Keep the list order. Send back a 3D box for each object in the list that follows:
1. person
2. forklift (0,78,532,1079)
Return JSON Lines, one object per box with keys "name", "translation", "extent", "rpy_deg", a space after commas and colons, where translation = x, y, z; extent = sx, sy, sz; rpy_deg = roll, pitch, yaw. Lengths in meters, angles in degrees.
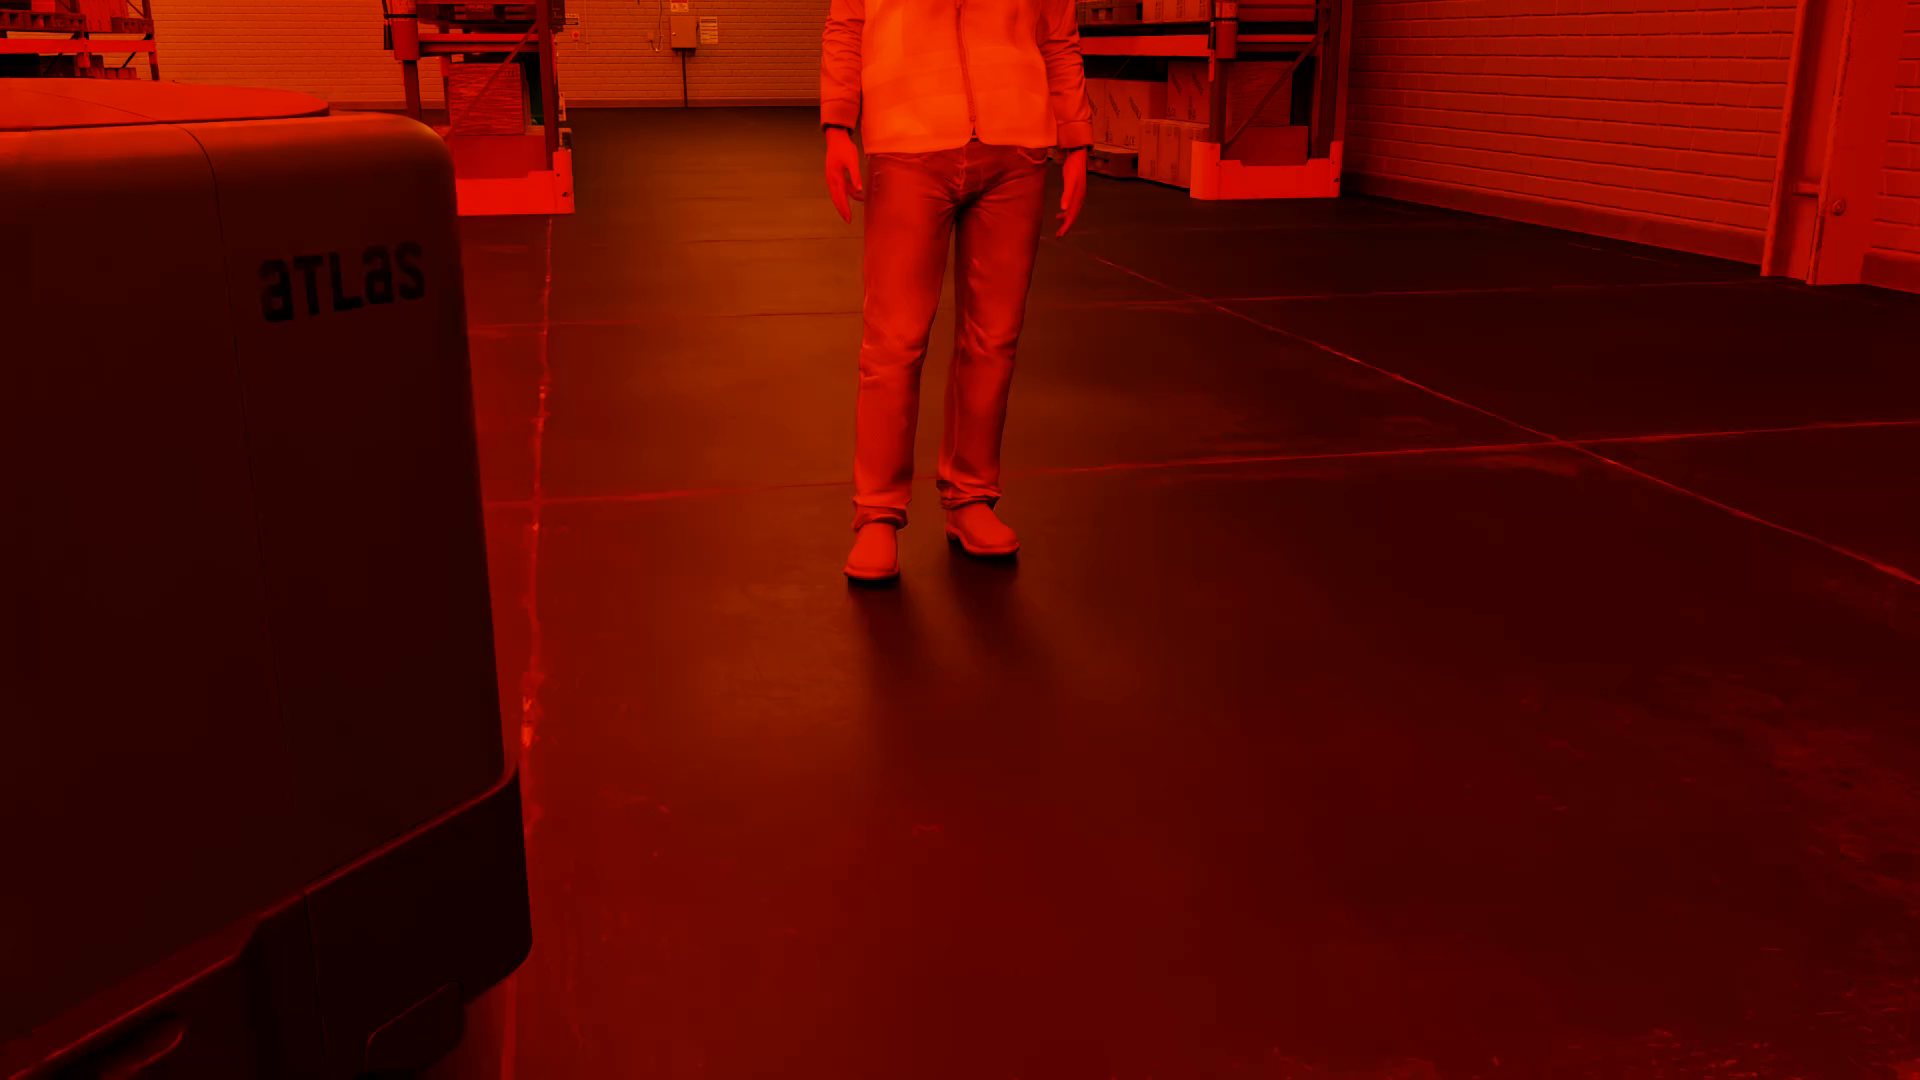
{"name": "person", "translation": [0.006, -0.840, 3.701], "extent": [0.632, 1.773, 0.568], "rpy_deg": [-4, 17, -12]}
{"name": "forklift", "translation": [-1.665, -0.529, 0.647], "extent": [1.130, 2.935, 3.031], "rpy_deg": [9, 19, 27]}
